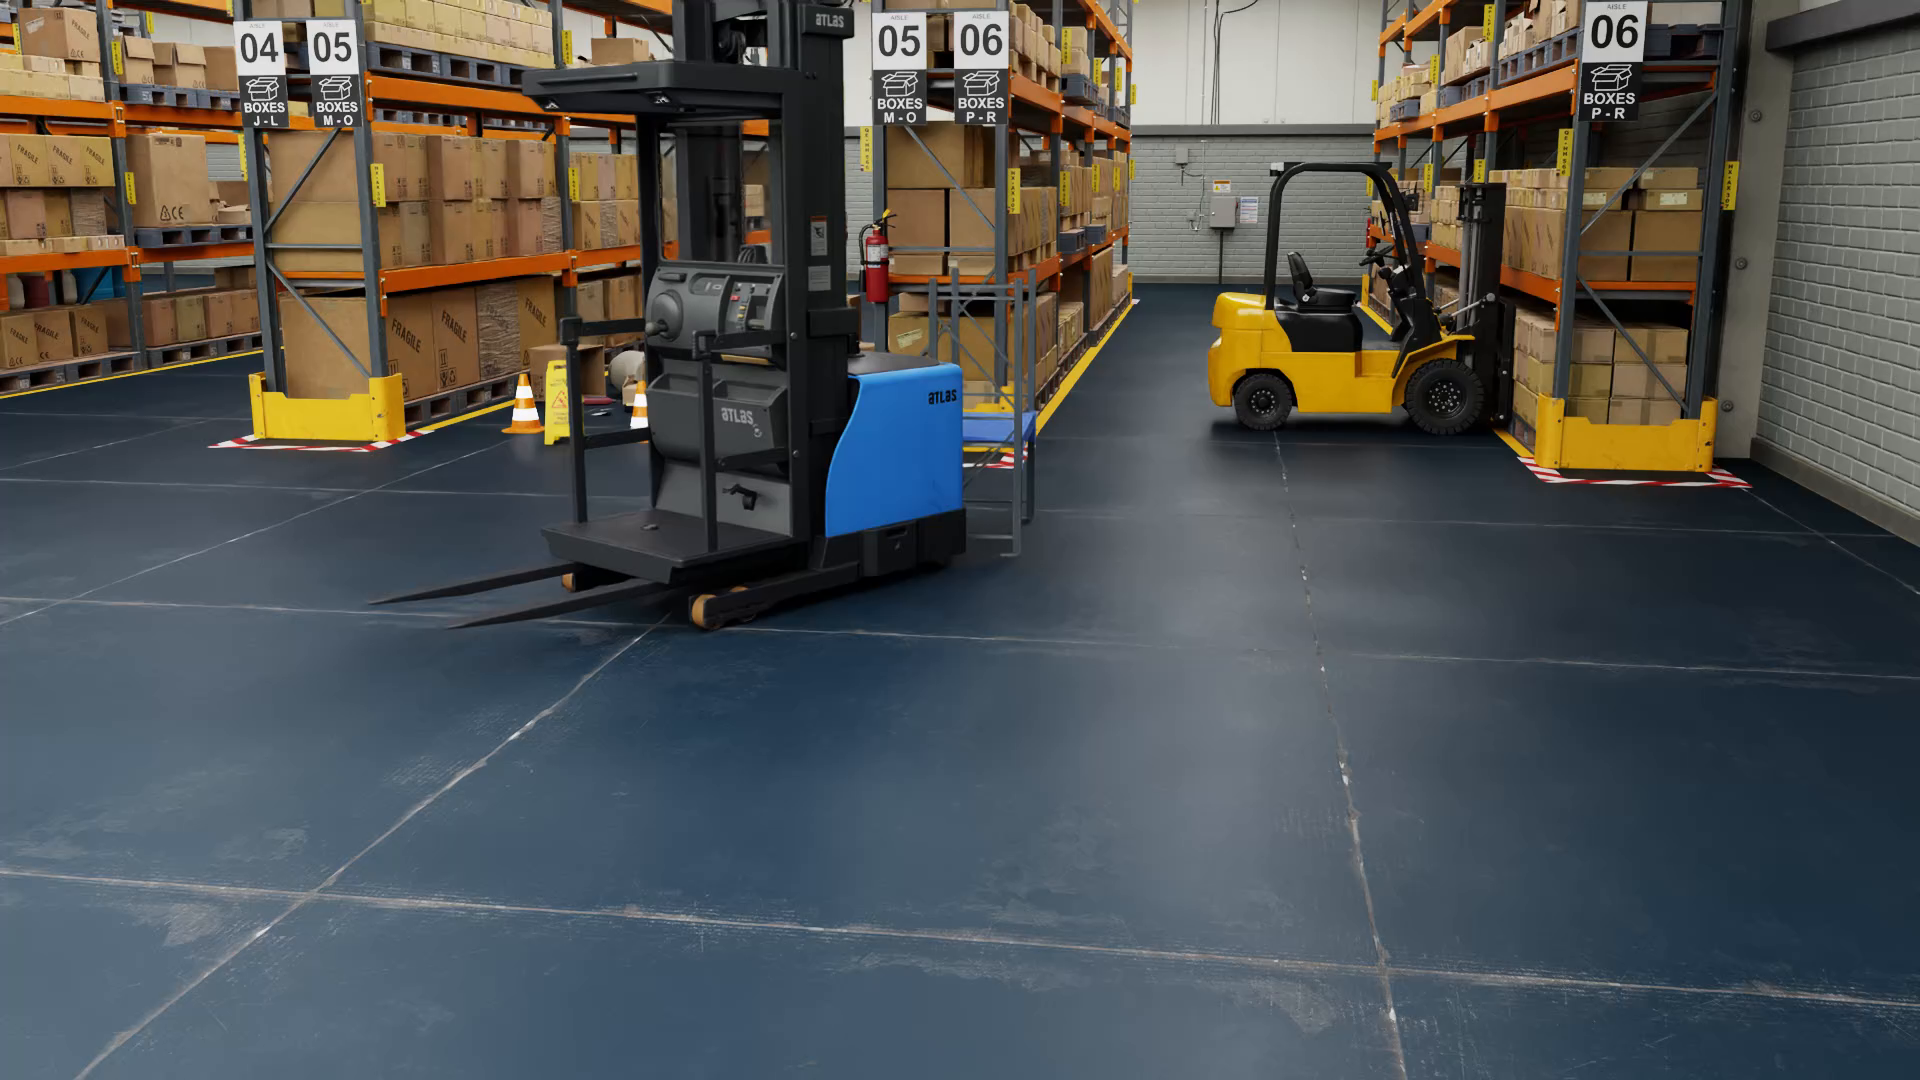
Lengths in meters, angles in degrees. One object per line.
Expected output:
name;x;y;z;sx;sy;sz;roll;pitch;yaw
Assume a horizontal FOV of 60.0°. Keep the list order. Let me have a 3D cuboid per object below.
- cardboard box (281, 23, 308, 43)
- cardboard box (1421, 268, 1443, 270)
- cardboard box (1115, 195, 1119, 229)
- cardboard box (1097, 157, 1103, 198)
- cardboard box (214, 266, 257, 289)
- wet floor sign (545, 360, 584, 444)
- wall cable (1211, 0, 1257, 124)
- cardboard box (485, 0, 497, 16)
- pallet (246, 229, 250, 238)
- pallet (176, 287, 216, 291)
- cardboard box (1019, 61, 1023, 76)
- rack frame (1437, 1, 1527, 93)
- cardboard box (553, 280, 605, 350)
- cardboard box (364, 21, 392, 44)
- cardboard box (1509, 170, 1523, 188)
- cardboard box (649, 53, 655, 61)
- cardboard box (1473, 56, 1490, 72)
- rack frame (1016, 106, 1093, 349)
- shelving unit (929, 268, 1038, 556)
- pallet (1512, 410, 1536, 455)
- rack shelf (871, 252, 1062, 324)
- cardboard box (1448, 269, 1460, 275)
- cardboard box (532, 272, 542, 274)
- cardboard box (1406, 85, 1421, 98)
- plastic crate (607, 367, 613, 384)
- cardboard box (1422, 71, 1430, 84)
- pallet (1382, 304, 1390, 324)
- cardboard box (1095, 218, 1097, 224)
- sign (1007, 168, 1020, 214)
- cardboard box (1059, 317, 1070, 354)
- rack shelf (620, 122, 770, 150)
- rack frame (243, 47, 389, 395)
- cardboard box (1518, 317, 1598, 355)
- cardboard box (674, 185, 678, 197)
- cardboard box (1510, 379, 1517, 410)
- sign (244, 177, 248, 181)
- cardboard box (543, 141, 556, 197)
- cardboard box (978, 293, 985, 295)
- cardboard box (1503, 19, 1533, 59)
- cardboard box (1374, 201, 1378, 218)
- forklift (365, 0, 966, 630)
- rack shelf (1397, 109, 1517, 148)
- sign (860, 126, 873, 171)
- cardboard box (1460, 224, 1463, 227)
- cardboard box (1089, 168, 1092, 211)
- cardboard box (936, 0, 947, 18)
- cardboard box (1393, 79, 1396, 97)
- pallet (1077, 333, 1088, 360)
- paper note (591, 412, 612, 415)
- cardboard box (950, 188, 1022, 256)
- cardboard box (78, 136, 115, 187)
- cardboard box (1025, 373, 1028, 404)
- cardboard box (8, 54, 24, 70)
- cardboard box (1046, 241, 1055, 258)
cardboard box;-5.334;-3.980;13.084;0.380;0.149;0.250;2;12;9
cardboard box;6.266;-3.564;22.307;0.380;0.149;0.250;2;12;8
cardboard box;2.114;-4.904;24.890;0.500;0.500;0.500;2;12;9
cardboard box;1.566;-4.671;21.439;0.500;0.500;0.500;2;12;10
cardboard box;-8.850;-3.258;20.600;0.500;0.250;0.500;3;13;15
wet floor sign;-3.098;-1.081;12.979;0.267;0.644;0.232;0;12;-1
wall cable;6.403;-9.515;32.195;2.988;3.039;0.133;2;12;9
cardboard box;-4.371;-4.773;14.872;0.380;0.149;0.250;2;12;8
pallet;-8.710;-3.904;20.943;1.213;0.211;1.003;2;12;9
pallet;-12.724;-4.188;28.427;1.003;0.211;1.213;2;12;9
cardboard box;0.306;-3.784;13.410;0.380;0.149;0.250;1;12;7
rack frame;5.992;-6.601;18.763;1.000;3.000;0.127;2;12;9
cardboard box;-4.429;-2.373;17.726;1.050;0.750;0.750;2;12;8
cardboard box;-4.681;-3.961;12.995;0.380;0.149;0.250;2;12;9
cardboard box;4.899;-3.074;14.156;0.380;0.149;0.250;2;12;8
cardboard box;-4.014;-5.950;20.806;0.396;0.266;0.258;2;12;9
cardboard box;5.246;-4.672;16.294;0.380;0.149;0.250;2;12;9
rack frame;1.087;-3.828;20.137;1.000;3.000;0.127;2;12;9
shelving unit;0.141;-0.759;9.455;0.538;1.500;1.048;1;12;6
pallet;4.838;-0.800;12.706;1.003;0.211;1.213;2;12;9
rack shelf;0.164;-2.228;14.417;1.077;0.370;4.000;2;12;9
cardboard box;6.663;-3.500;22.010;0.380;0.149;0.250;2;12;10
cardboard box;-7.634;-4.656;28.025;0.875;0.875;0.875;2;12;9
cardboard box;5.966;-5.784;21.454;0.380;0.149;0.250;2;12;10
plastic crate;-3.167;-1.710;16.845;0.450;0.188;0.662;-3;8;40
cardboard box;5.952;-5.753;20.651;0.380;0.149;0.250;2;12;9
pallet;6.714;-3.281;24.215;1.003;0.211;1.213;2;12;9
cardboard box;1.472;-3.956;21.087;0.500;0.250;0.500;2;12;7
sign;0.393;-2.569;12.237;0.100;0.325;0.005;2;12;9
cardboard box;0.657;-2.175;17.708;0.950;0.372;0.625;3;12;12
rack shelf;-3.512;-5.499;22.475;1.077;0.370;4.000;2;12;9
rack frame;-5.050;-2.302;13.056;1.000;3.000;0.127;2;12;9
cardboard box;4.597;-1.565;12.793;0.500;0.250;0.500;2;12;10
cardboard box;-3.557;-4.432;21.125;0.380;0.149;0.250;2;12;9
cardboard box;4.693;-1.179;13.375;0.500;0.250;0.500;2;12;9
sign;-9.254;-4.733;21.585;0.100;0.325;0.005;2;12;9
cardboard box;-4.526;-3.660;16.439;0.875;0.550;0.550;2;12;9
cardboard box;0.035;-2.402;15.731;0.380;0.149;0.250;2;12;9
cardboard box;5.008;-4.347;14.403;0.500;0.311;0.500;2;12;10
cardboard box;6.809;-5.215;26.222;0.500;0.250;0.500;2;12;9
forklift;-1.325;-1.142;7.834;1.130;2.935;3.031;11;16;41
rack shelf;6.300;-5.199;21.086;1.077;0.370;4.000;2;12;9
sign;-0.689;-2.906;12.357;0.100;0.325;0.005;2;12;9
cardboard box;5.272;-3.224;16.505;0.500;0.250;0.500;2;12;7
cardboard box;1.292;-4.124;19.570;0.500;0.500;0.500;2;12;7
cardboard box;-0.306;-4.029;12.651;0.380;0.149;0.250;2;12;10
cardboard box;6.516;-6.502;23.889;0.500;0.250;0.500;2;12;8
pallet;0.965;-2.303;19.676;1.003;0.211;1.213;2;12;9
paper note;-3.138;-1.113;14.589;0.144;0.017;0.142;7;14;28
cardboard box;0.203;-2.447;12.784;0.500;0.500;0.500;2;12;8
cardboard box;-9.118;-3.897;17.140;0.500;0.500;0.500;2;12;9
cardboard box;0.340;-1.289;13.885;0.500;0.250;0.500;2;12;11
cardboard box;-9.299;-4.610;16.055;0.380;0.149;0.250;2;12;11
cardboard box;0.692;-2.744;15.702;0.380;0.149;0.250;2;12;10
